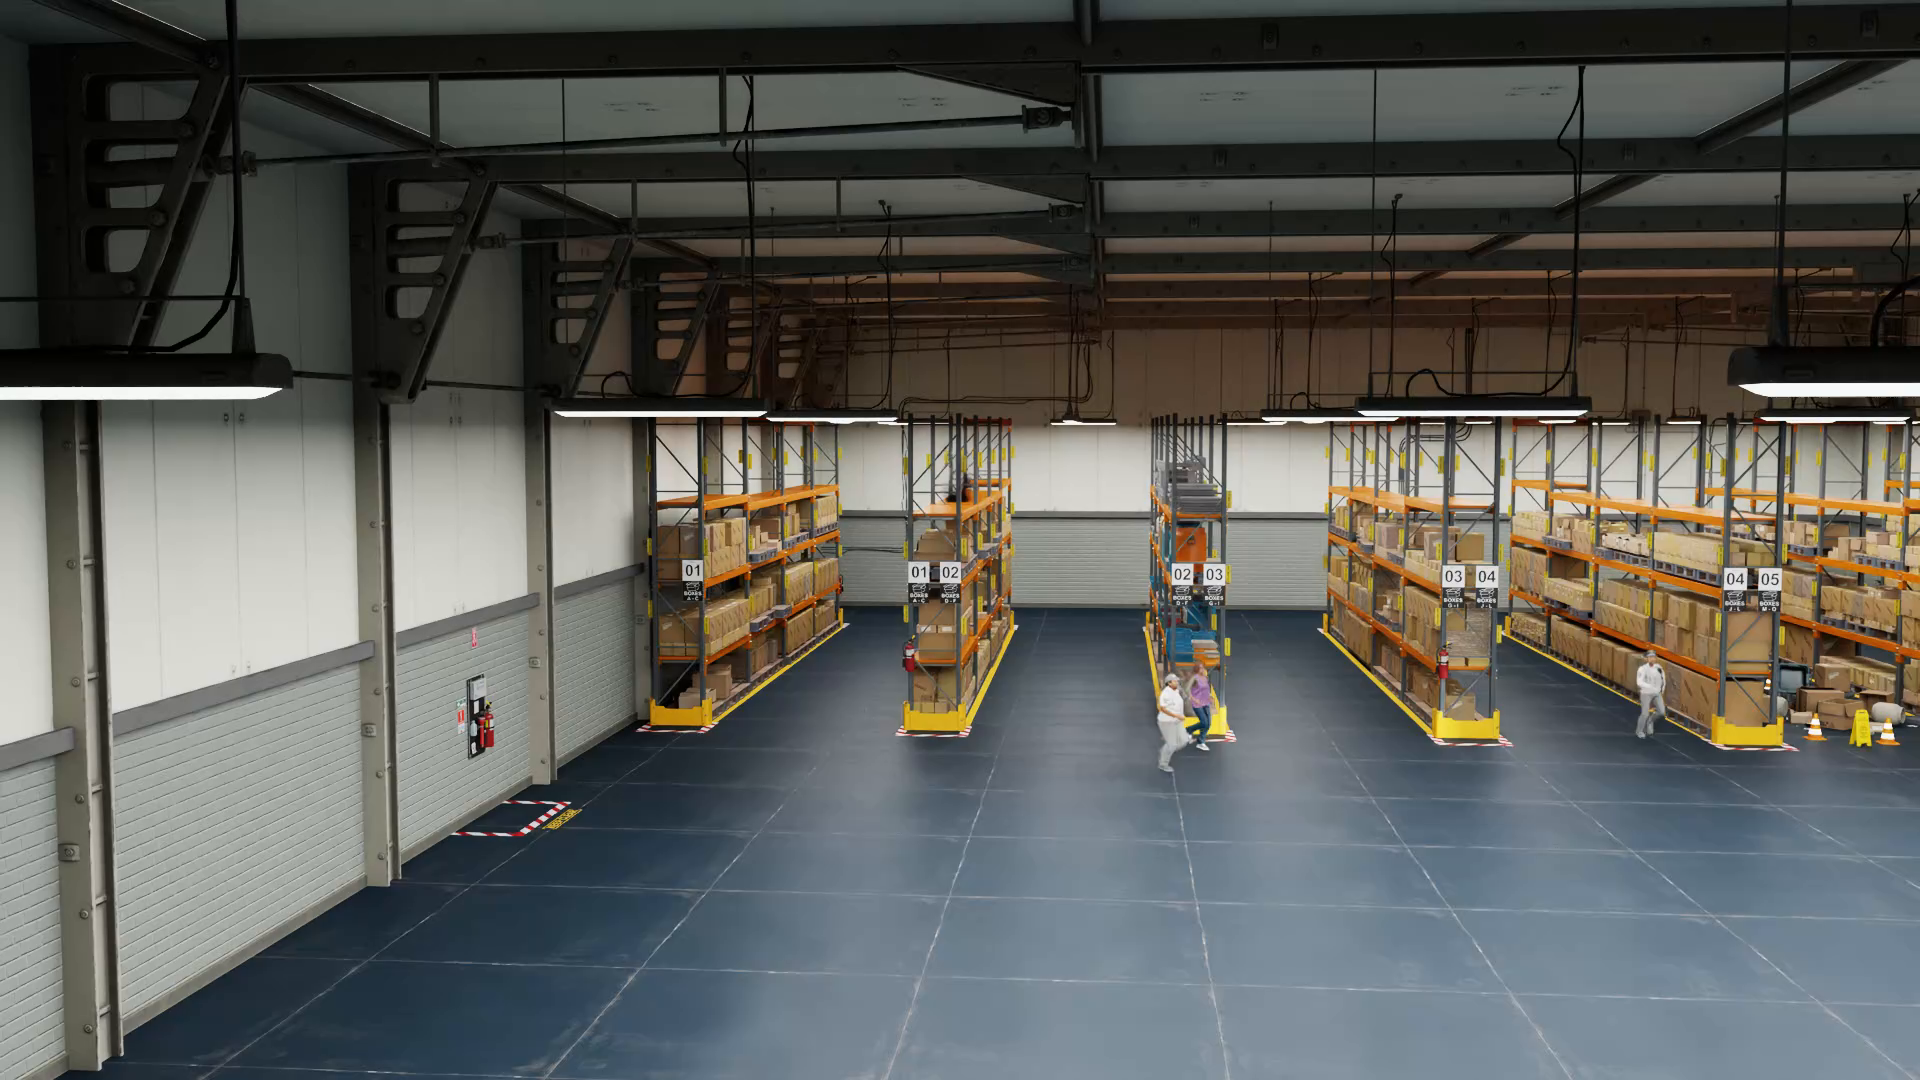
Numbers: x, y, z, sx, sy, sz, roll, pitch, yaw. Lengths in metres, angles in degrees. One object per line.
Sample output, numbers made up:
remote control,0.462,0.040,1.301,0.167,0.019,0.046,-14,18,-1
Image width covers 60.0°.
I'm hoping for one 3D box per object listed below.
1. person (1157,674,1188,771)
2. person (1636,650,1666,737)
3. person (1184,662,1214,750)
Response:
person,3.561,3.040,27.805,0.560,1.626,0.639,3,5,33
person,12.724,2.832,30.559,0.634,1.647,0.729,0,4,-3
person,4.246,2.959,29.688,0.551,1.564,0.513,-4,5,-44
